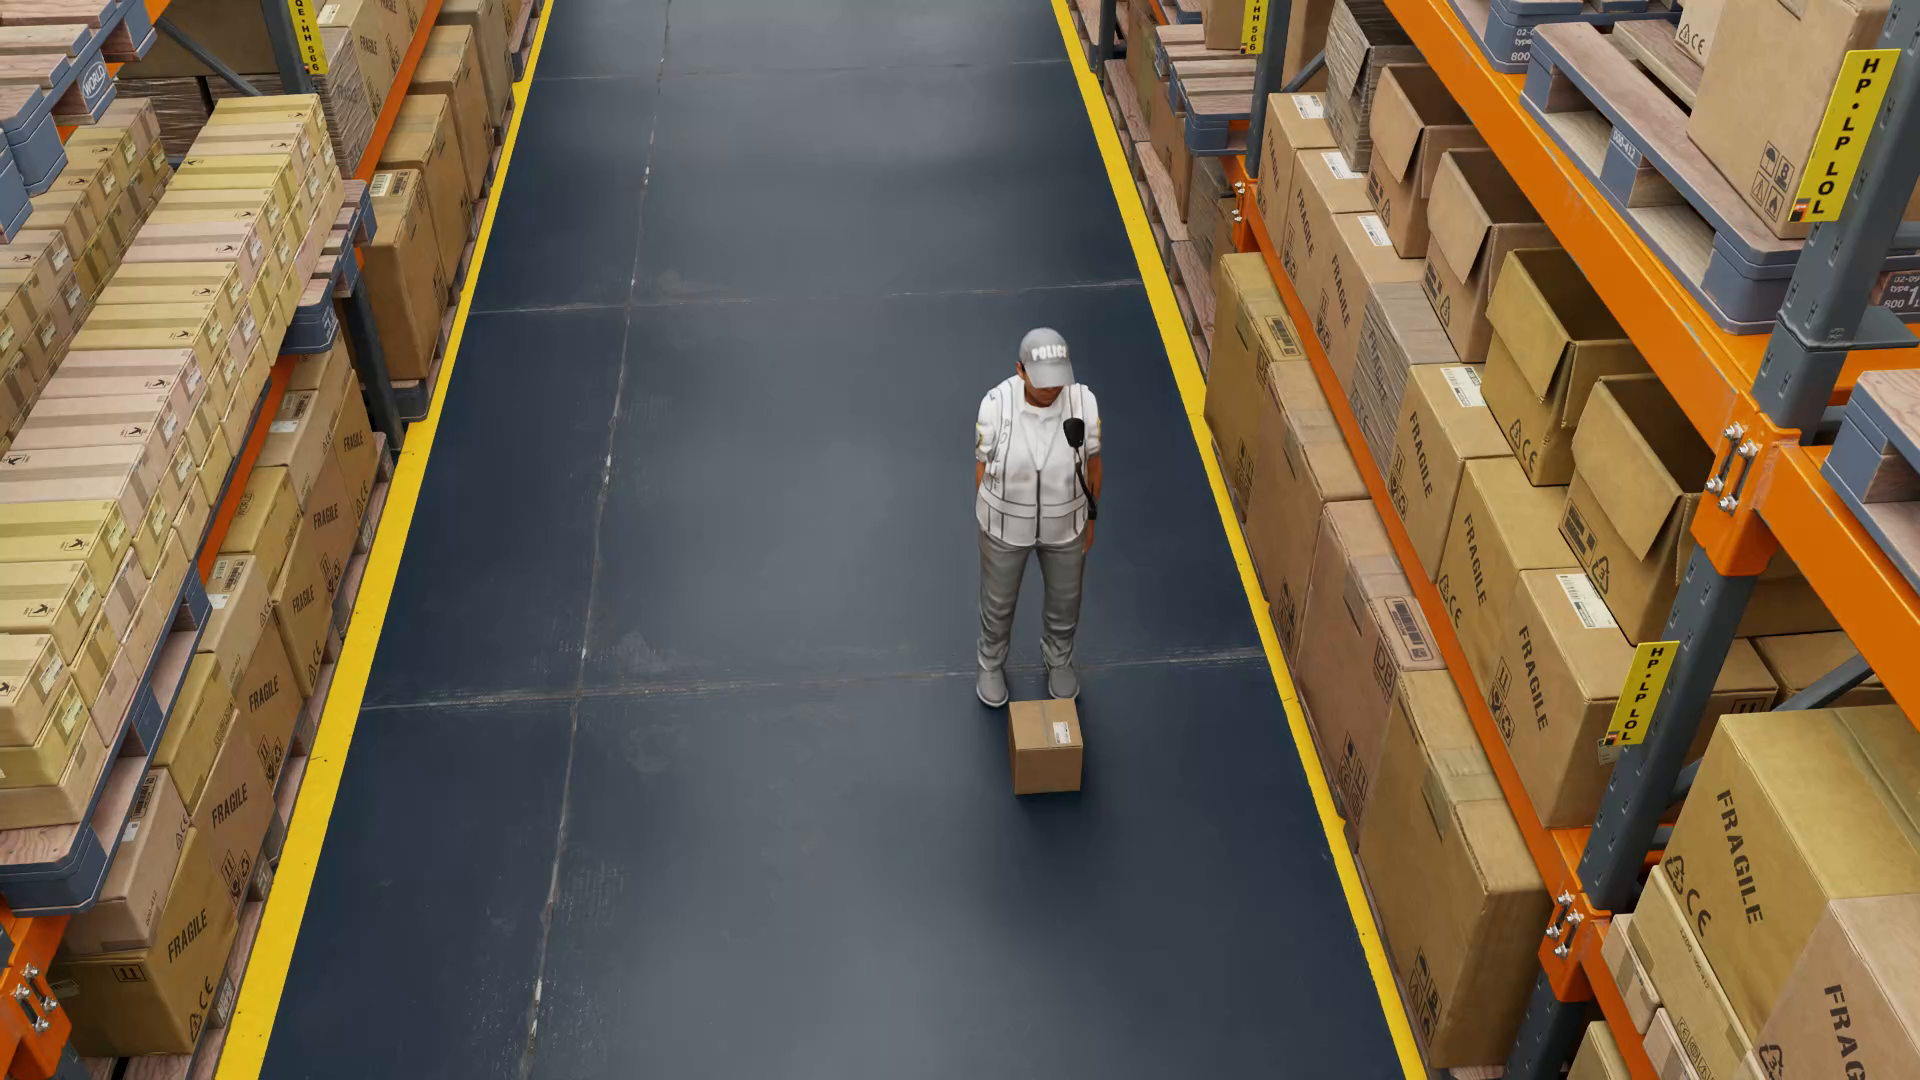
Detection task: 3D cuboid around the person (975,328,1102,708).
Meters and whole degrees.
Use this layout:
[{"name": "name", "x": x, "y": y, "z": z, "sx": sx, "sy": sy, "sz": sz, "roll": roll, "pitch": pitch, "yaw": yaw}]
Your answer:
[{"name": "person", "x": 0.292, "y": -0.061, "z": 6.233, "sx": 0.467, "sy": 1.660, "sz": 0.390, "roll": -2, "pitch": 39, "yaw": -3}]
